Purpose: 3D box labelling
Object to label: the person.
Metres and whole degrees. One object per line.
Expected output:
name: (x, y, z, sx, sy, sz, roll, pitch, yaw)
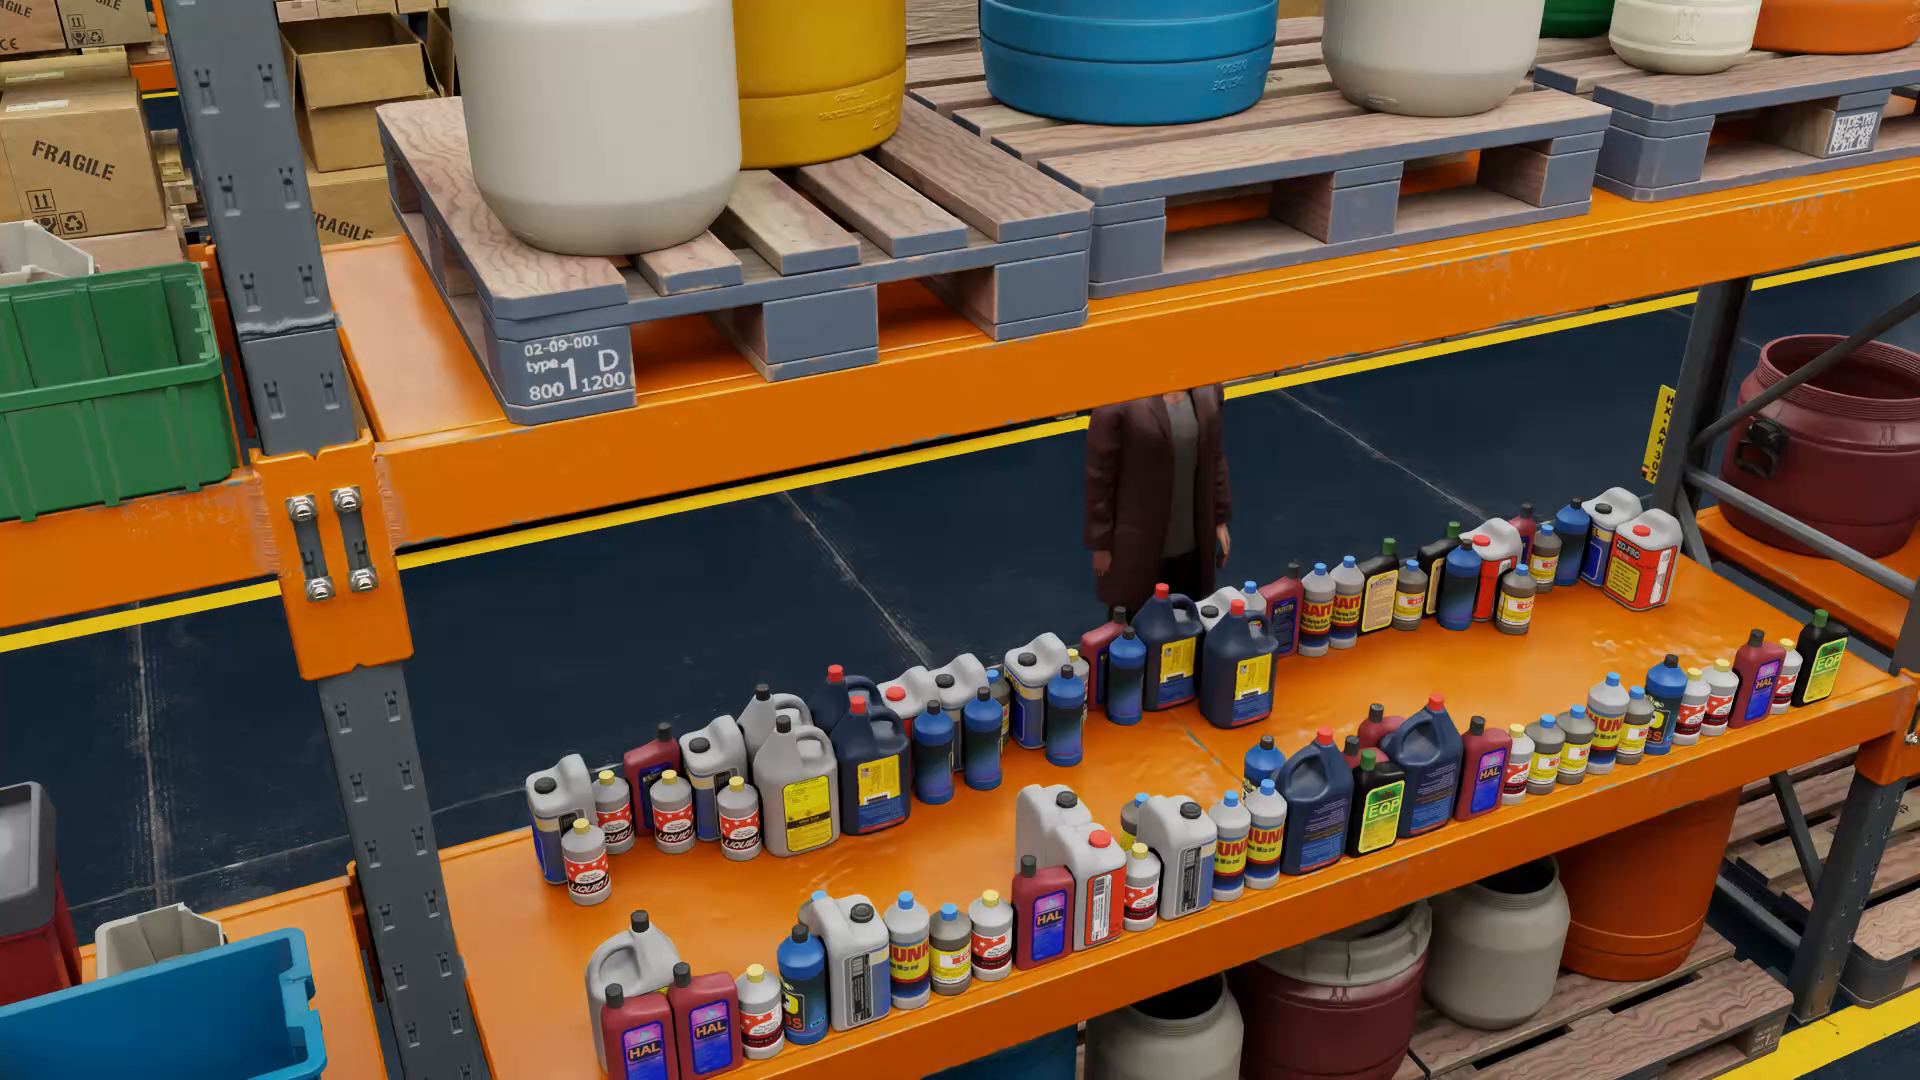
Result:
person: (0.744, -0.003, 6.113, 0.591, 1.785, 0.408, -13, 32, -22)
